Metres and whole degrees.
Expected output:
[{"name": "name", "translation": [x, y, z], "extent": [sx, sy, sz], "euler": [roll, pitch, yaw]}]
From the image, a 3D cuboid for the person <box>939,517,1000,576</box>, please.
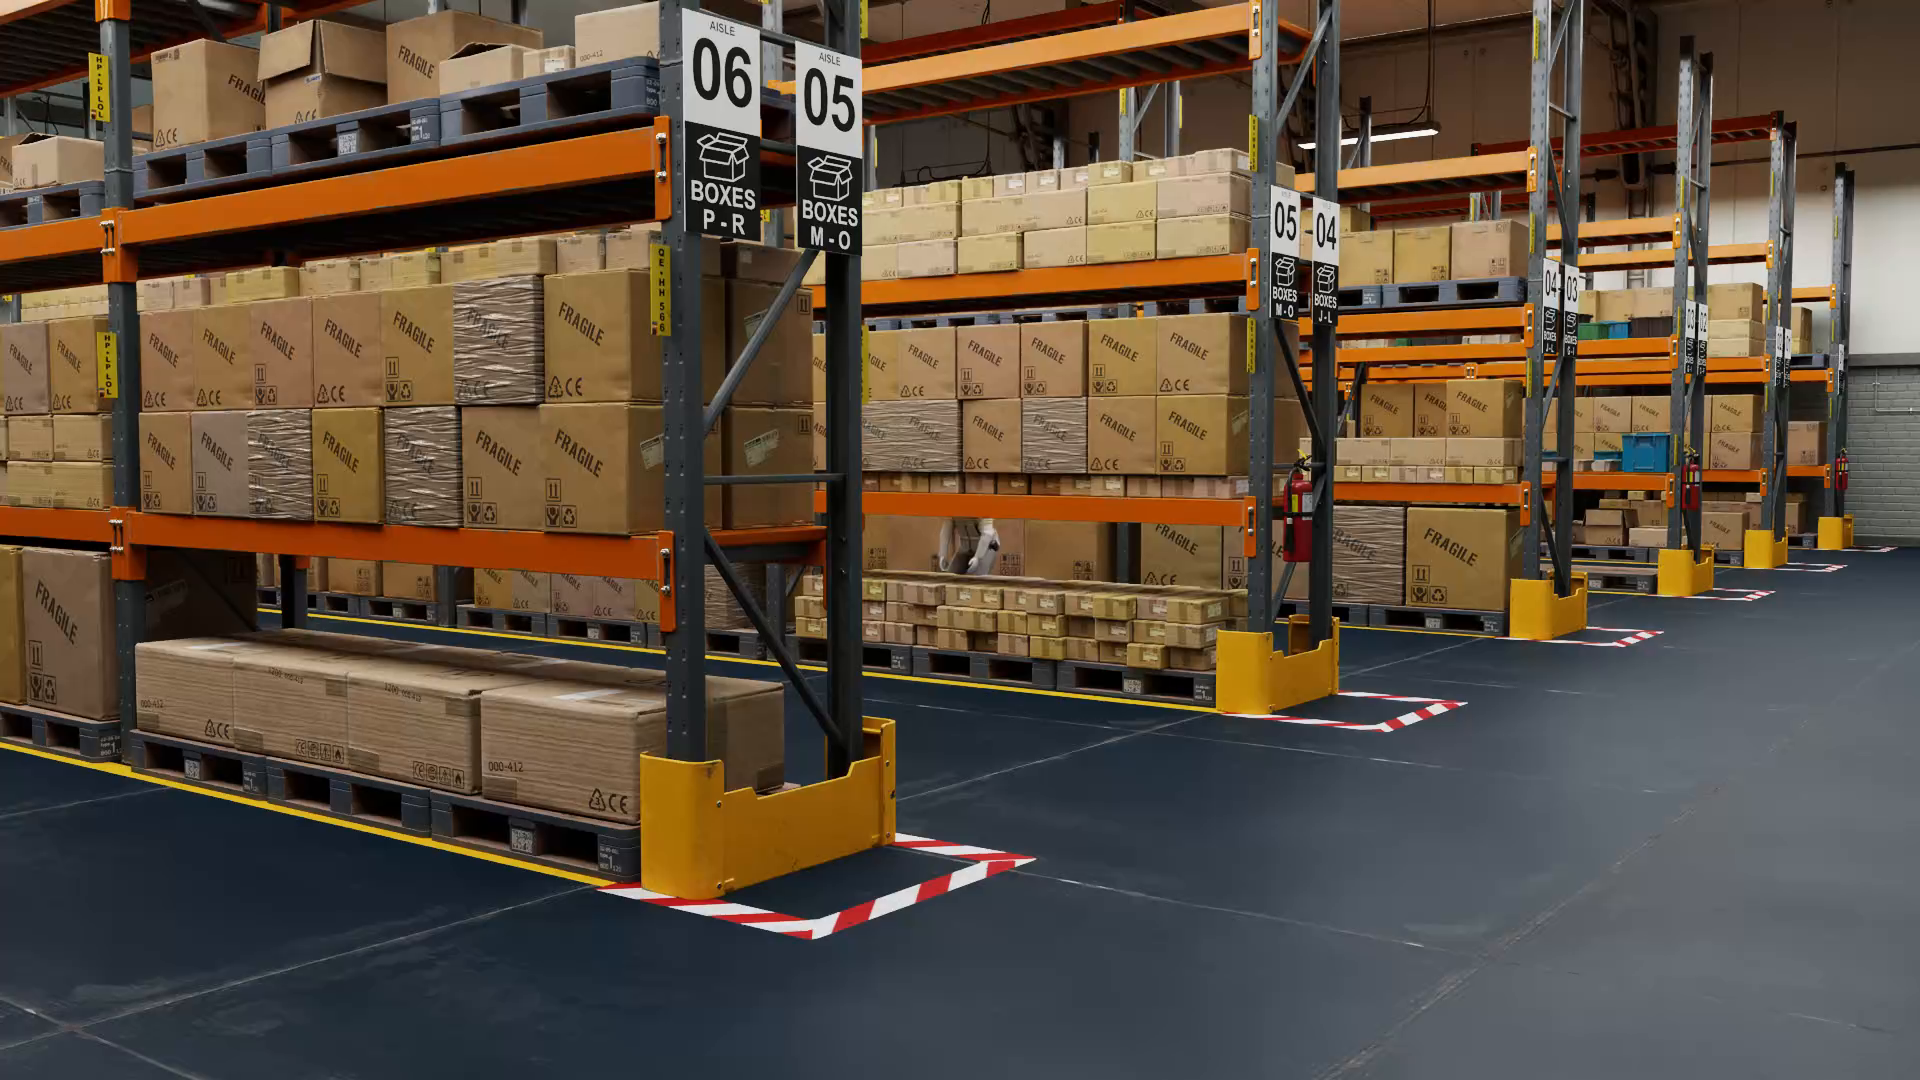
[{"name": "person", "translation": [0.086, 0.106, 14.435], "extent": [0.534, 1.430, 0.673], "euler": [2, 4, 36]}]
